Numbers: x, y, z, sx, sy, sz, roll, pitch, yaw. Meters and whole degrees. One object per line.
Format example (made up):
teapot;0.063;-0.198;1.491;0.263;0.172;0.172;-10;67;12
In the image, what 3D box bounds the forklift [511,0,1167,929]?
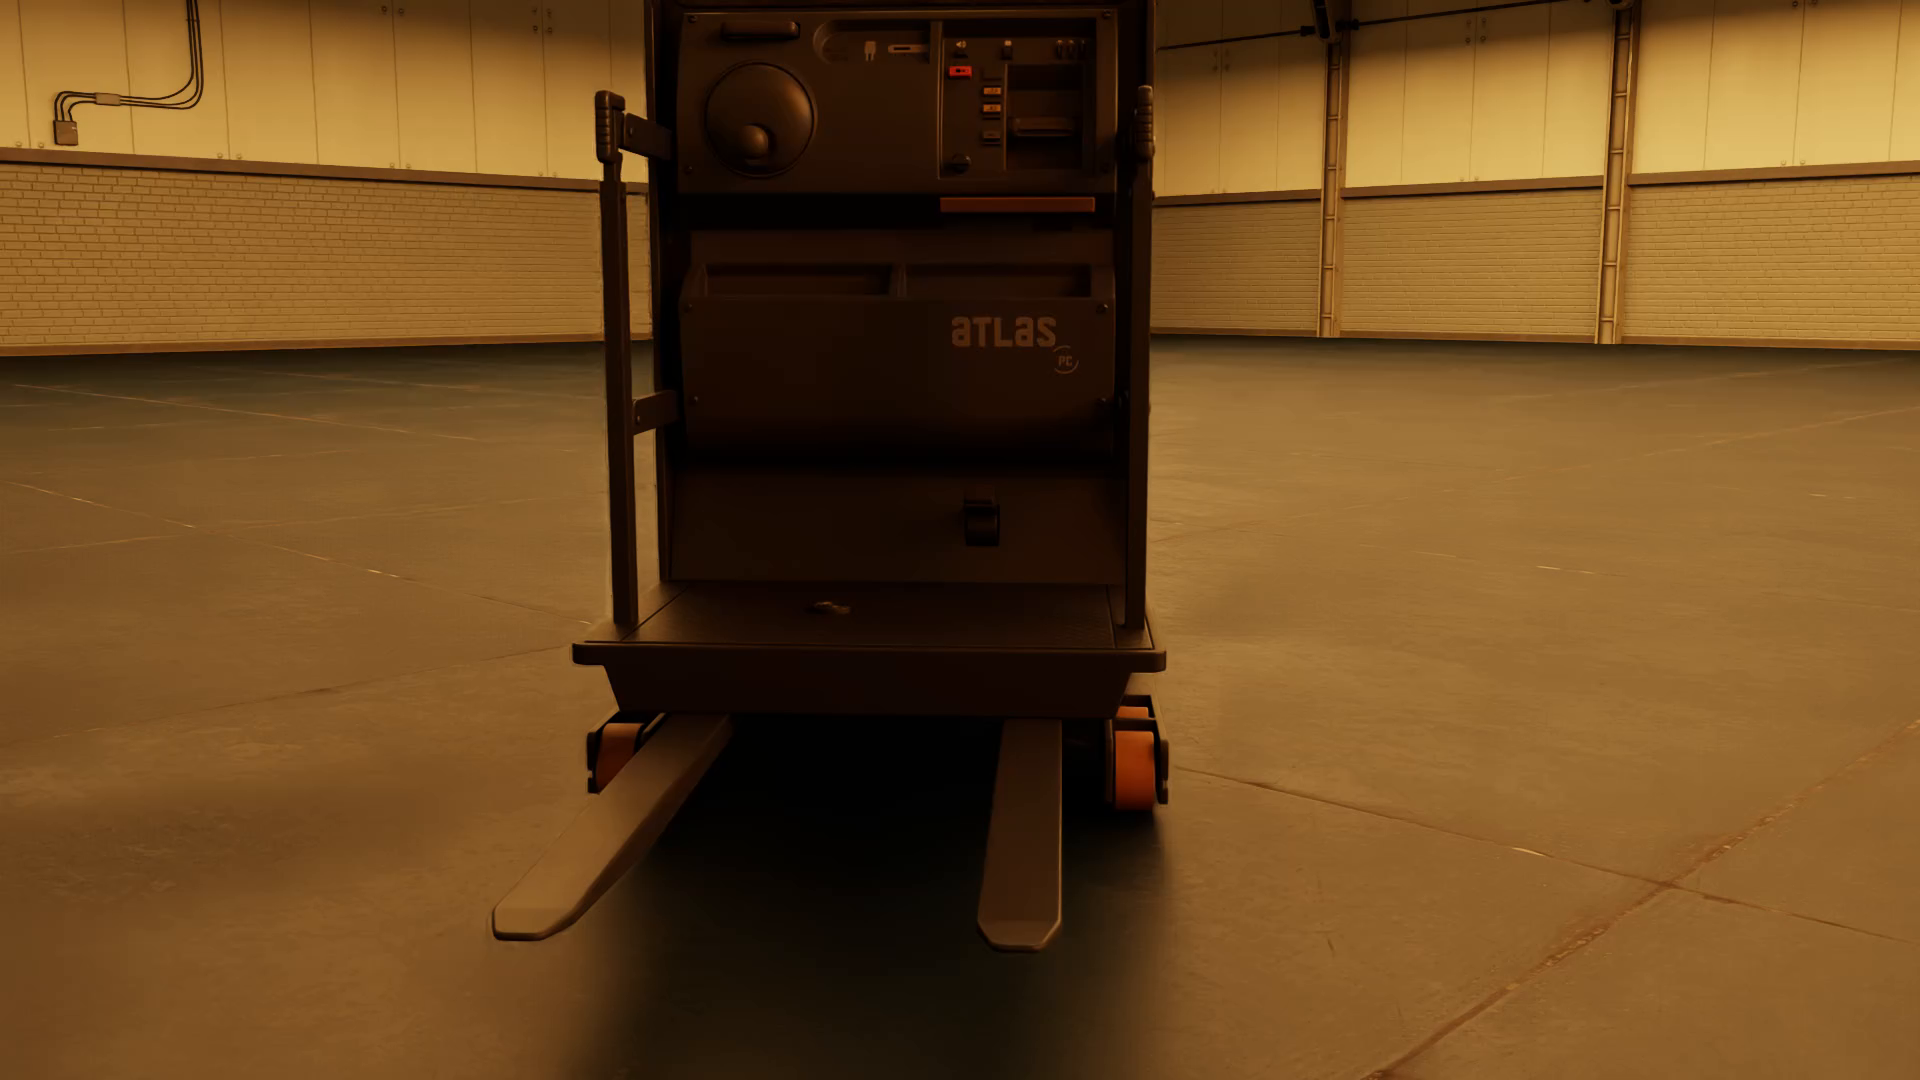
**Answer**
forklift;-0.139;-0.981;3.387;1.130;2.935;3.031;1;9;3
